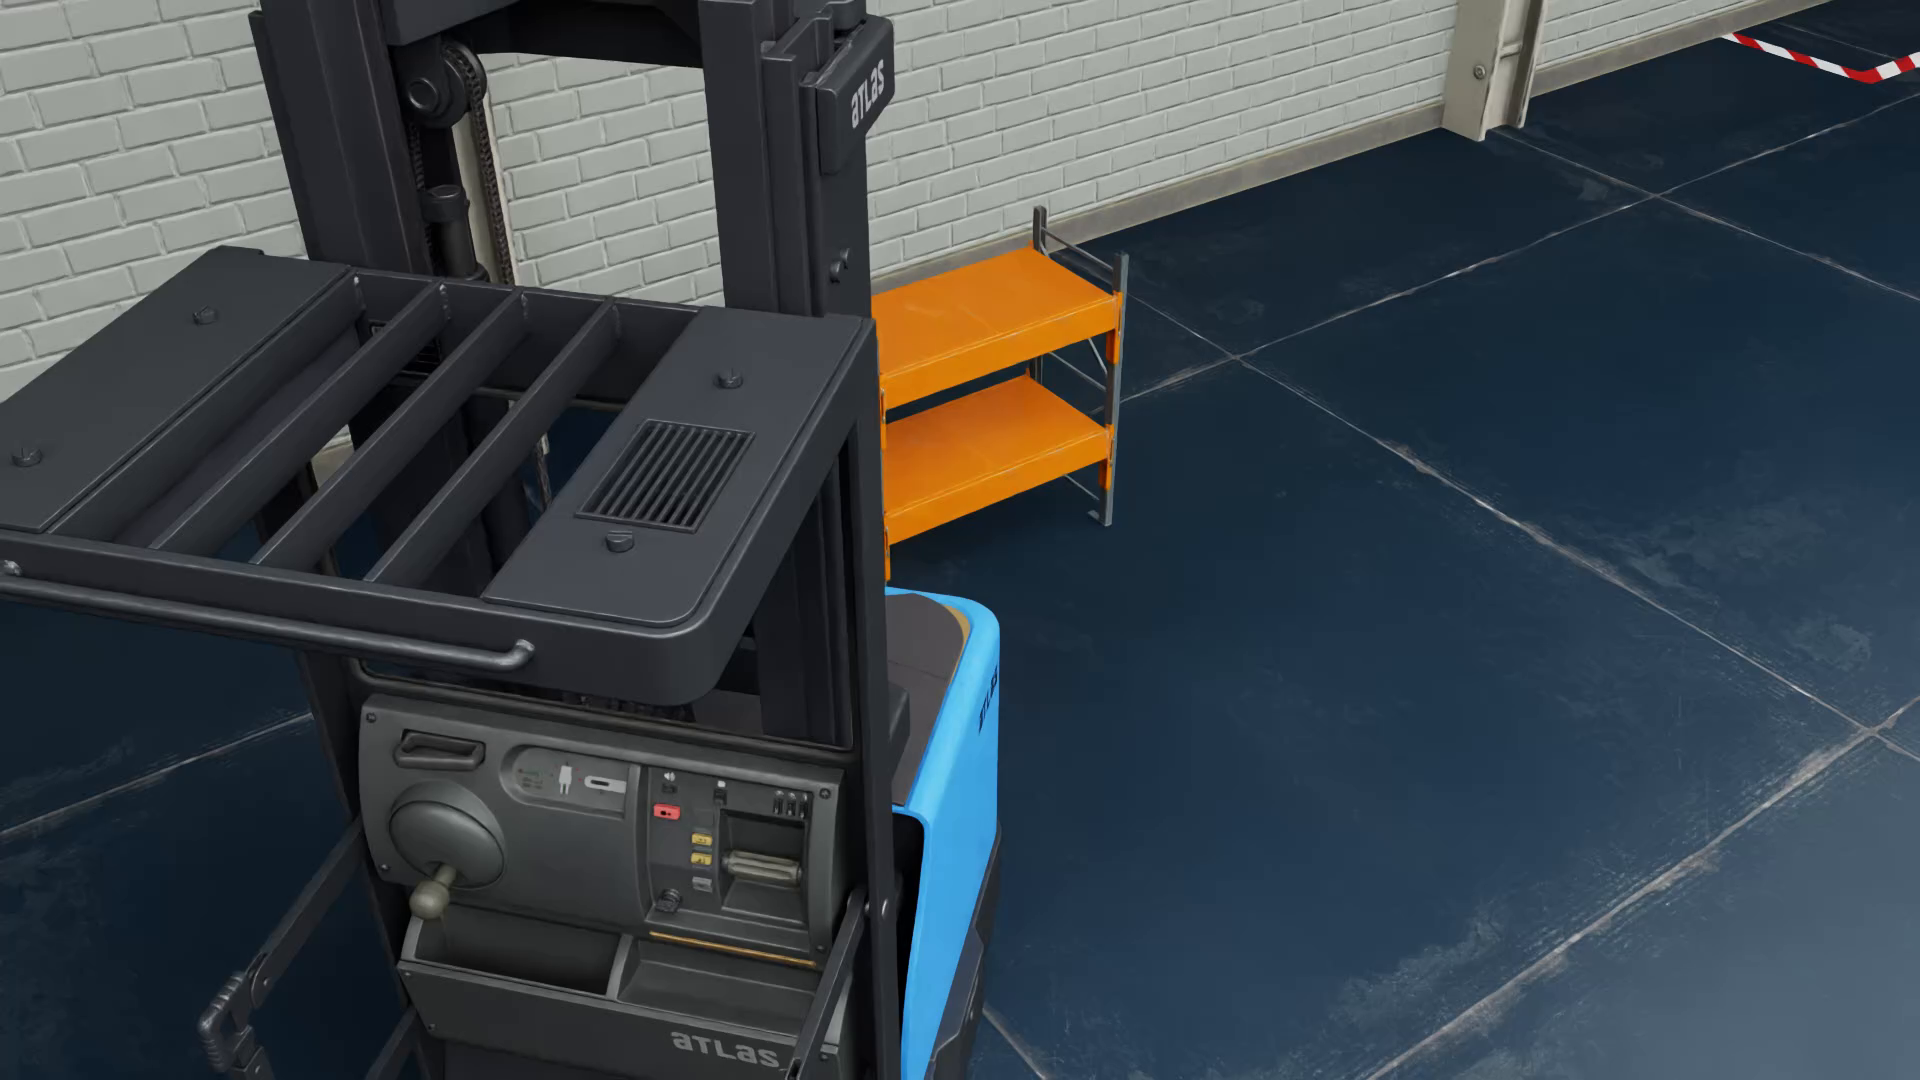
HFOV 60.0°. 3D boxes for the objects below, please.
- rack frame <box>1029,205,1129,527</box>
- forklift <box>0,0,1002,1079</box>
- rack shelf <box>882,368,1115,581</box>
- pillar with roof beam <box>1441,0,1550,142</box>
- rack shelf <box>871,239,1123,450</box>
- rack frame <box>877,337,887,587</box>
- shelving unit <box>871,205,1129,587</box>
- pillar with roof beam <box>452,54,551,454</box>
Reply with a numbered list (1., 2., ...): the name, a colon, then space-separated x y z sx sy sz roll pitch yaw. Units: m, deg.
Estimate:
1. rack frame: 0.421 -0.630 6.162 0.032 1.125 0.500 -22 41 -28
2. forklift: -0.719 0.610 2.892 1.130 2.935 3.031 8 36 11
3. rack shelf: 0.006 -0.260 6.067 1.000 0.278 0.538 -22 41 -28
4. pillar with roof beam: 5.474 -3.983 4.080 0.400 9.000 9.100 -22 41 -28
5. rack shelf: 0.006 -0.697 5.754 1.000 0.278 0.538 -22 41 -28
6. rack frame: -0.410 -0.288 5.687 0.032 1.125 0.500 -22 41 -28
7. shelving unit: 0.006 -0.459 5.925 1.048 1.125 0.538 -22 41 -28
8. pillar with roof beam: 0.569 -1.964 1.274 0.400 9.000 9.100 -22 41 -28
